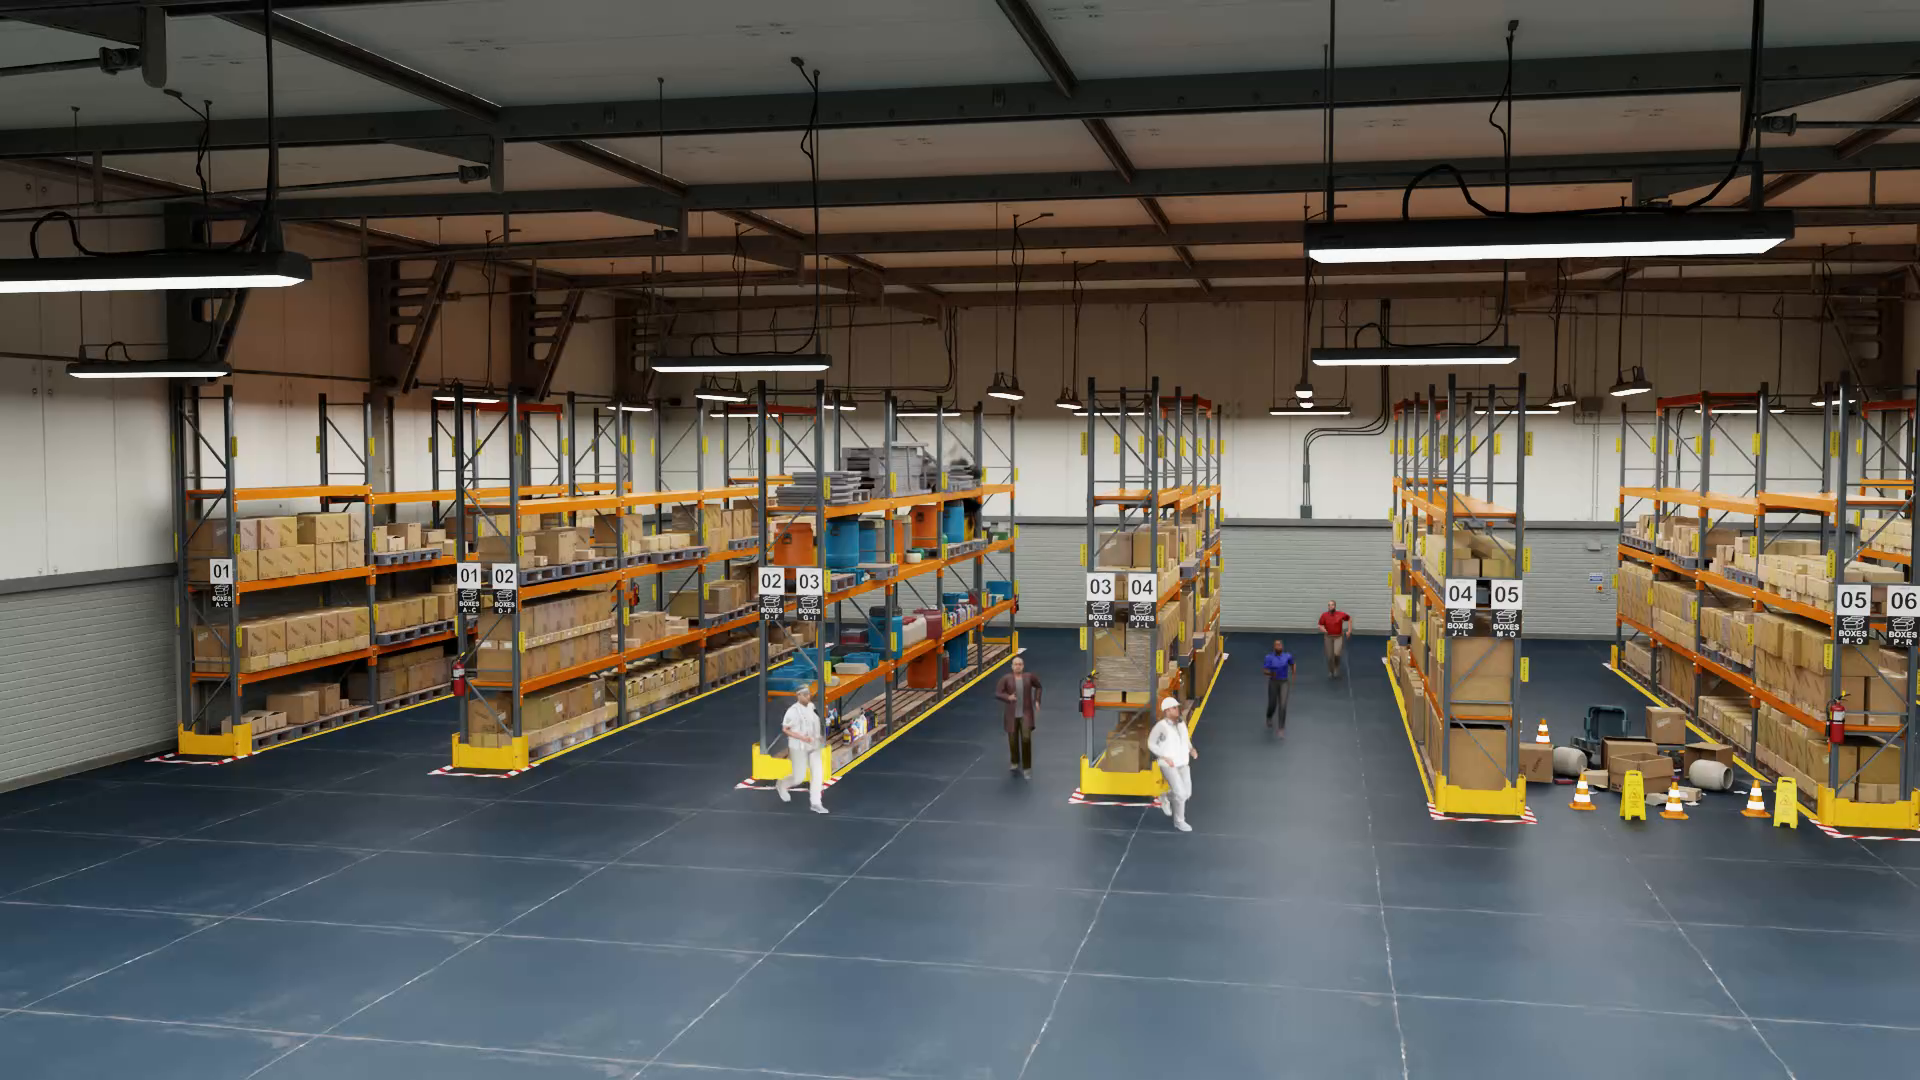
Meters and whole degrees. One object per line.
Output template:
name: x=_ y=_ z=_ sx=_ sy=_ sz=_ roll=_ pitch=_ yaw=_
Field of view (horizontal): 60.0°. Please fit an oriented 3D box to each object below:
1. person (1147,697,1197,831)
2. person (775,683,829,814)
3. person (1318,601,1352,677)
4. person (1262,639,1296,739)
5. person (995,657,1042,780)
person: x=2.746 y=2.924 z=21.843 sx=0.678 sy=1.738 sz=0.667 roll=-3 pitch=4 yaw=-38
person: x=-2.157 y=2.843 z=22.842 sx=0.913 sy=1.772 sz=0.676 roll=3 pitch=4 yaw=42
person: x=8.056 y=2.144 z=35.801 sx=0.691 sy=1.682 sz=0.809 roll=1 pitch=3 yaw=22
person: x=5.558 y=2.556 z=28.994 sx=0.587 sy=1.673 sz=0.938 roll=1 pitch=3 yaw=9
person: x=0.885 y=2.704 z=25.248 sx=0.710 sy=1.861 sz=0.788 roll=0 pitch=3 yaw=2
